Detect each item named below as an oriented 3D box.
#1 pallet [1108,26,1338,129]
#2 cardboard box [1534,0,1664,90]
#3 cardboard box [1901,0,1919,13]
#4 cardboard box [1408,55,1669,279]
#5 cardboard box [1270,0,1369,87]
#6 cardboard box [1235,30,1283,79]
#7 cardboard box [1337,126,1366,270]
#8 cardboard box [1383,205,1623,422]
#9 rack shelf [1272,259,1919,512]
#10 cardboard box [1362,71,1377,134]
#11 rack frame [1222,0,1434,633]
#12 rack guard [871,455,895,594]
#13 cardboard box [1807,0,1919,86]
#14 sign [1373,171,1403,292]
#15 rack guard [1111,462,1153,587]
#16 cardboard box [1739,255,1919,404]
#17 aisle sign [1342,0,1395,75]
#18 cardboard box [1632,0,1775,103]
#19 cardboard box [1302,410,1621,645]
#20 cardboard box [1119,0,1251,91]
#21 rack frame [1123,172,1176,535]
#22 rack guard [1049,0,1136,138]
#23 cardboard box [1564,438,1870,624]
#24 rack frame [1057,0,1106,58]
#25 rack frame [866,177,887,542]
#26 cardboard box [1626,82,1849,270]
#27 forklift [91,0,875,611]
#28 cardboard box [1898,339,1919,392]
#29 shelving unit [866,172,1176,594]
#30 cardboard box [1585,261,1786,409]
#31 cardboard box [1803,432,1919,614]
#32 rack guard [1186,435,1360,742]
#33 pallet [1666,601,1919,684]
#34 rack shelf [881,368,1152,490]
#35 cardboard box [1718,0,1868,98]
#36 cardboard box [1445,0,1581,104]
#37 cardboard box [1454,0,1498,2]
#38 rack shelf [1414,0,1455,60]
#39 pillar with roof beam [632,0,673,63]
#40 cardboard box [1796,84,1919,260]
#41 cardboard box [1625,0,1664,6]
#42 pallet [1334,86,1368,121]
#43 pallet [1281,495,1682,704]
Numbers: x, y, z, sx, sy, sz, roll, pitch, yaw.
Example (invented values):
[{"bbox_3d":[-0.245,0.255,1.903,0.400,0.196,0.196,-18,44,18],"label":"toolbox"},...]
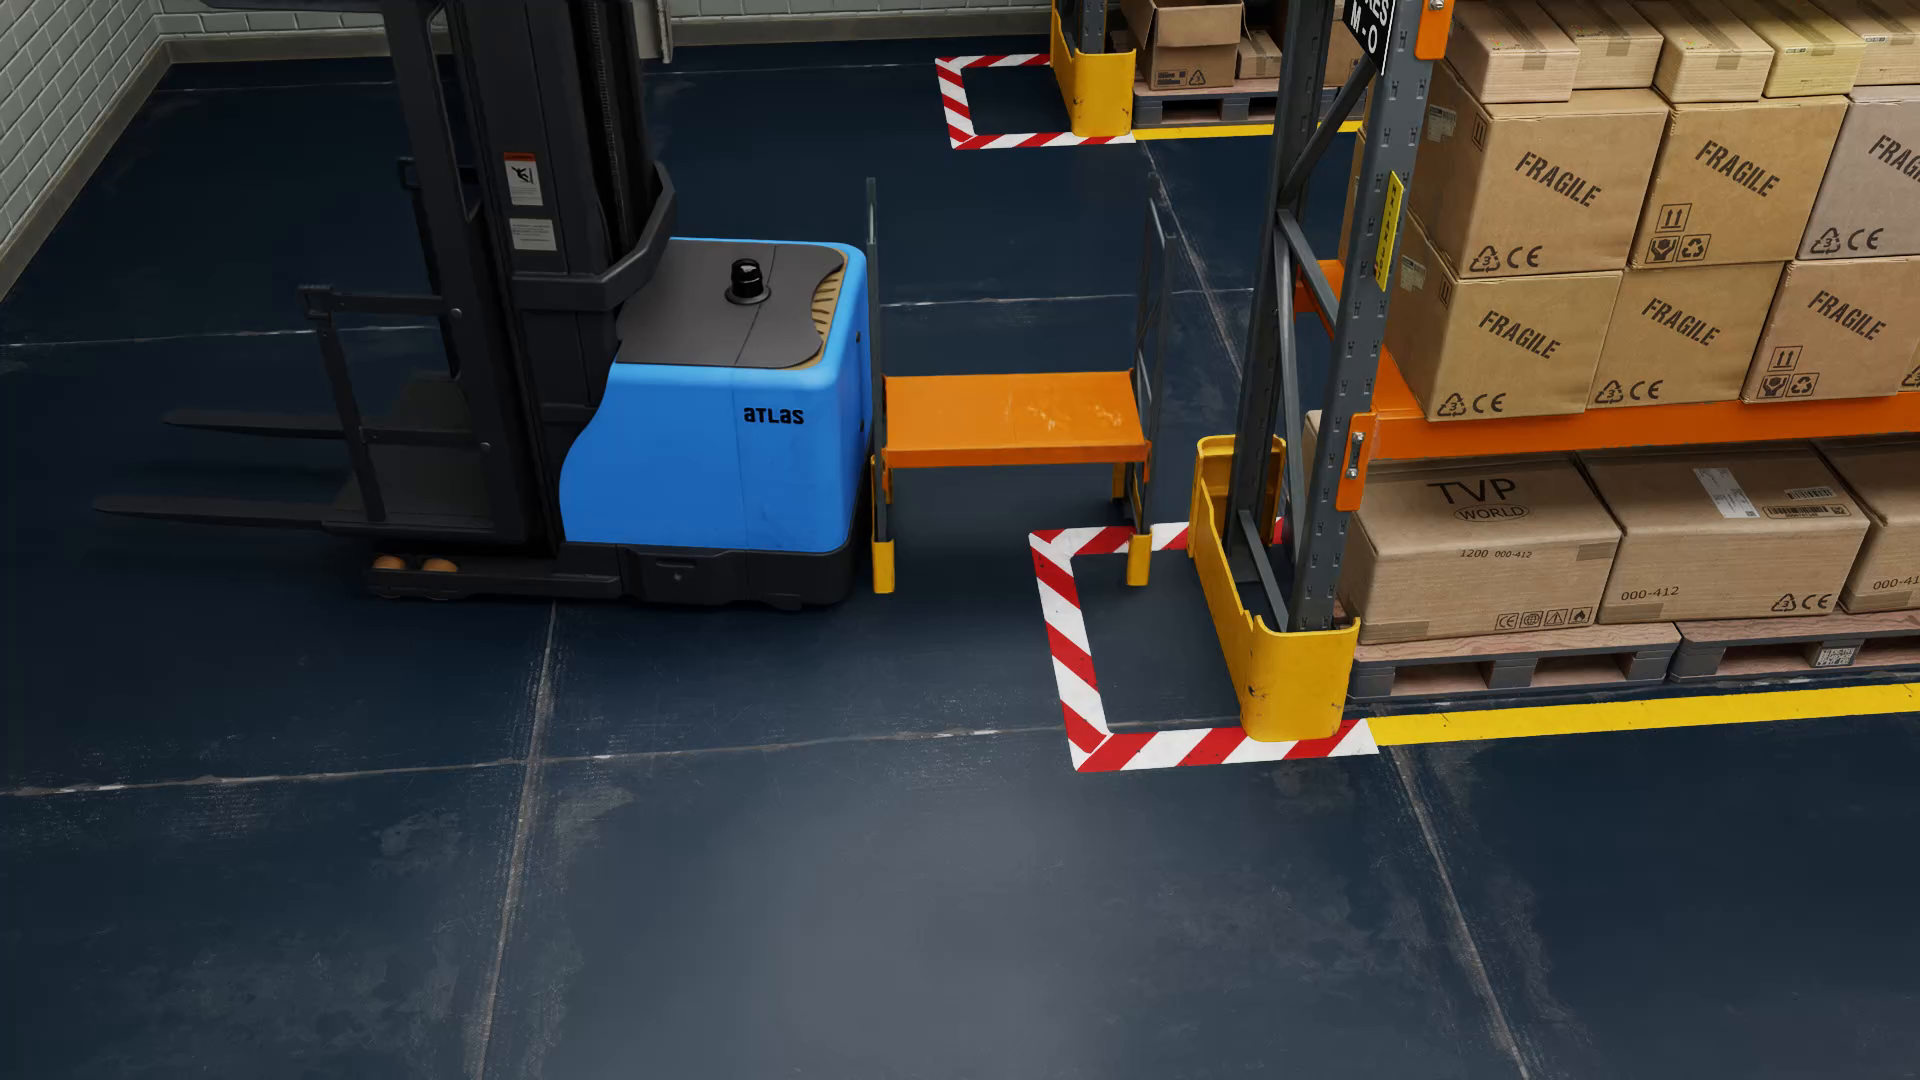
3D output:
[{"bbox_3d":[1.582,-2.850,10.192,1.213,0.211,1.003,-3,38,-4],"label":"pallet"},{"bbox_3d":[1.788,-1.427,4.726,0.250,0.149,0.380,-2,38,-3],"label":"cardboard box"},{"bbox_3d":[2.827,-1.431,4.731,0.250,0.149,0.380,-3,38,-4],"label":"cardboard box"},{"bbox_3d":[1.659,-1.116,4.855,0.500,0.500,0.500,-4,38,-5],"label":"cardboard box"},{"bbox_3d":[2.185,-3.078,9.908,0.500,0.500,0.700,-2,38,-2],"label":"cardboard box"},{"bbox_3d":[1.756,-2.916,9.987,0.250,0.149,0.380,-5,39,-6],"label":"cardboard box"},{"bbox_3d":[1.613,-1.063,5.595,0.500,0.500,0.500,-3,38,-4],"label":"cardboard box"},{"bbox_3d":[1.659,-0.722,5.163,0.500,0.500,0.500,-3,38,-4],"label":"cardboard box"},{"bbox_3d":[3.148,-0.661,5.747,4.000,0.370,1.077,-3,38,-4],"label":"rack shelf"},{"bbox_3d":[1.615,-1.439,5.264,0.500,0.500,0.500,-2,38,-2],"label":"cardboard box"},{"bbox_3d":[1.156,-0.834,5.385,0.127,3.000,1.000,-3,38,-4],"label":"rack frame"},{"bbox_3d":[-0.309,-0.070,6.637,0.087,0.250,0.587,-2,38,-2],"label":"rack guard"},{"bbox_3d":[2.575,-1.443,4.746,0.250,0.149,0.380,-3,38,-4],"label":"cardboard box"},{"bbox_3d":[1.199,-0.862,4.658,0.005,0.325,0.100,-3,38,-4],"label":"sign"},{"bbox_3d":[0.686,-0.097,6.671,0.087,0.250,0.587,-2,38,-2],"label":"rack guard"},{"bbox_3d":[2.669,-0.784,5.242,0.500,0.500,0.500,-3,38,-4],"label":"cardboard box"},{"bbox_3d":[1.110,-1.672,4.348,0.004,0.787,0.394,-3,38,-4],"label":"aisle sign"},{"bbox_3d":[2.058,-1.371,4.654,0.250,0.149,0.380,-2,38,-3],"label":"cardboard box"},{"bbox_3d":[1.804,-0.091,6.173,0.875,0.438,0.875,-4,38,-6],"label":"cardboard box"},{"bbox_3d":[1.330,-3.056,9.878,0.637,0.503,0.797,-5,39,-6],"label":"cardboard box"},{"bbox_3d":[0.706,-0.589,6.285,0.032,1.500,0.500,-2,38,-2],"label":"rack frame"},{"bbox_3d":[0.788,-2.919,10.046,0.348,0.500,1.175,-3,38,-4],"label":"rack guard"},{"bbox_3d":[2.715,-0.146,6.243,0.875,0.438,0.875,-2,38,-3],"label":"cardboard box"},{"bbox_3d":[0.712,-3.896,9.267,0.127,3.000,1.000,-3,38,-4],"label":"rack frame"},{"bbox_3d":[-0.310,-0.561,6.250,0.032,1.500,0.500,-2,38,-2],"label":"rack frame"},{"bbox_3d":[2.173,-1.149,4.897,0.500,0.500,0.500,-4,38,-5],"label":"cardboard box"},{"bbox_3d":[-1.892,-1.239,5.954,3.031,2.935,1.130,3,38,3],"label":"forklift"},{"bbox_3d":[3.166,-0.822,5.289,0.500,0.500,0.500,-2,38,-2],"label":"cardboard box"},{"bbox_3d":[0.189,-0.574,6.267,1.083,1.500,0.587,-2,38,-2],"label":"shelving unit"},{"bbox_3d":[2.161,-0.767,5.220,0.500,0.500,0.500,-4,38,-5],"label":"cardboard box"},{"bbox_3d":[3.613,-0.195,6.305,0.875,0.438,0.875,-4,38,-5],"label":"cardboard box"},{"bbox_3d":[1.132,0.149,6.158,0.348,0.500,1.175,-3,38,-4],"label":"rack guard"},{"bbox_3d":[3.157,0.104,6.448,1.213,0.211,1.003,-3,38,-4],"label":"pallet"},{"bbox_3d":[0.198,-0.433,6.379,1.000,0.185,0.538,-2,38,-2],"label":"rack shelf"},{"bbox_3d":[2.318,-1.396,4.687,0.250,0.149,0.380,-4,38,-5],"label":"cardboard box"},{"bbox_3d":[1.534,-1.369,4.652,0.250,0.149,0.380,-2,38,-3],"label":"cardboard box"},{"bbox_3d":[1.495,-1.664,5.025,0.250,0.149,0.380,-3,38,-3],"label":"cardboard box"},{"bbox_3d":[3.148,-1.839,4.818,4.000,0.370,1.077,-3,38,-4],"label":"rack shelf"},{"bbox_3d":[-1.672,-4.004,4.559,0.400,9.000,9.100,-3,38,-4],"label":"pillar with roof beam"},{"bbox_3d":[2.685,-1.182,4.939,0.500,0.500,0.500,-3,38,-4],"label":"cardboard box"},{"bbox_3d":[1.996,-1.759,5.146,0.250,0.149,0.380,-3,38,-4],"label":"cardboard box"},{"bbox_3d":[2.794,-2.915,10.274,1.213,0.211,1.003,-3,38,-4],"label":"pallet"},{"bbox_3d":[1.945,0.169,6.366,1.213,0.211,1.003,-3,38,-4],"label":"pallet"}]
